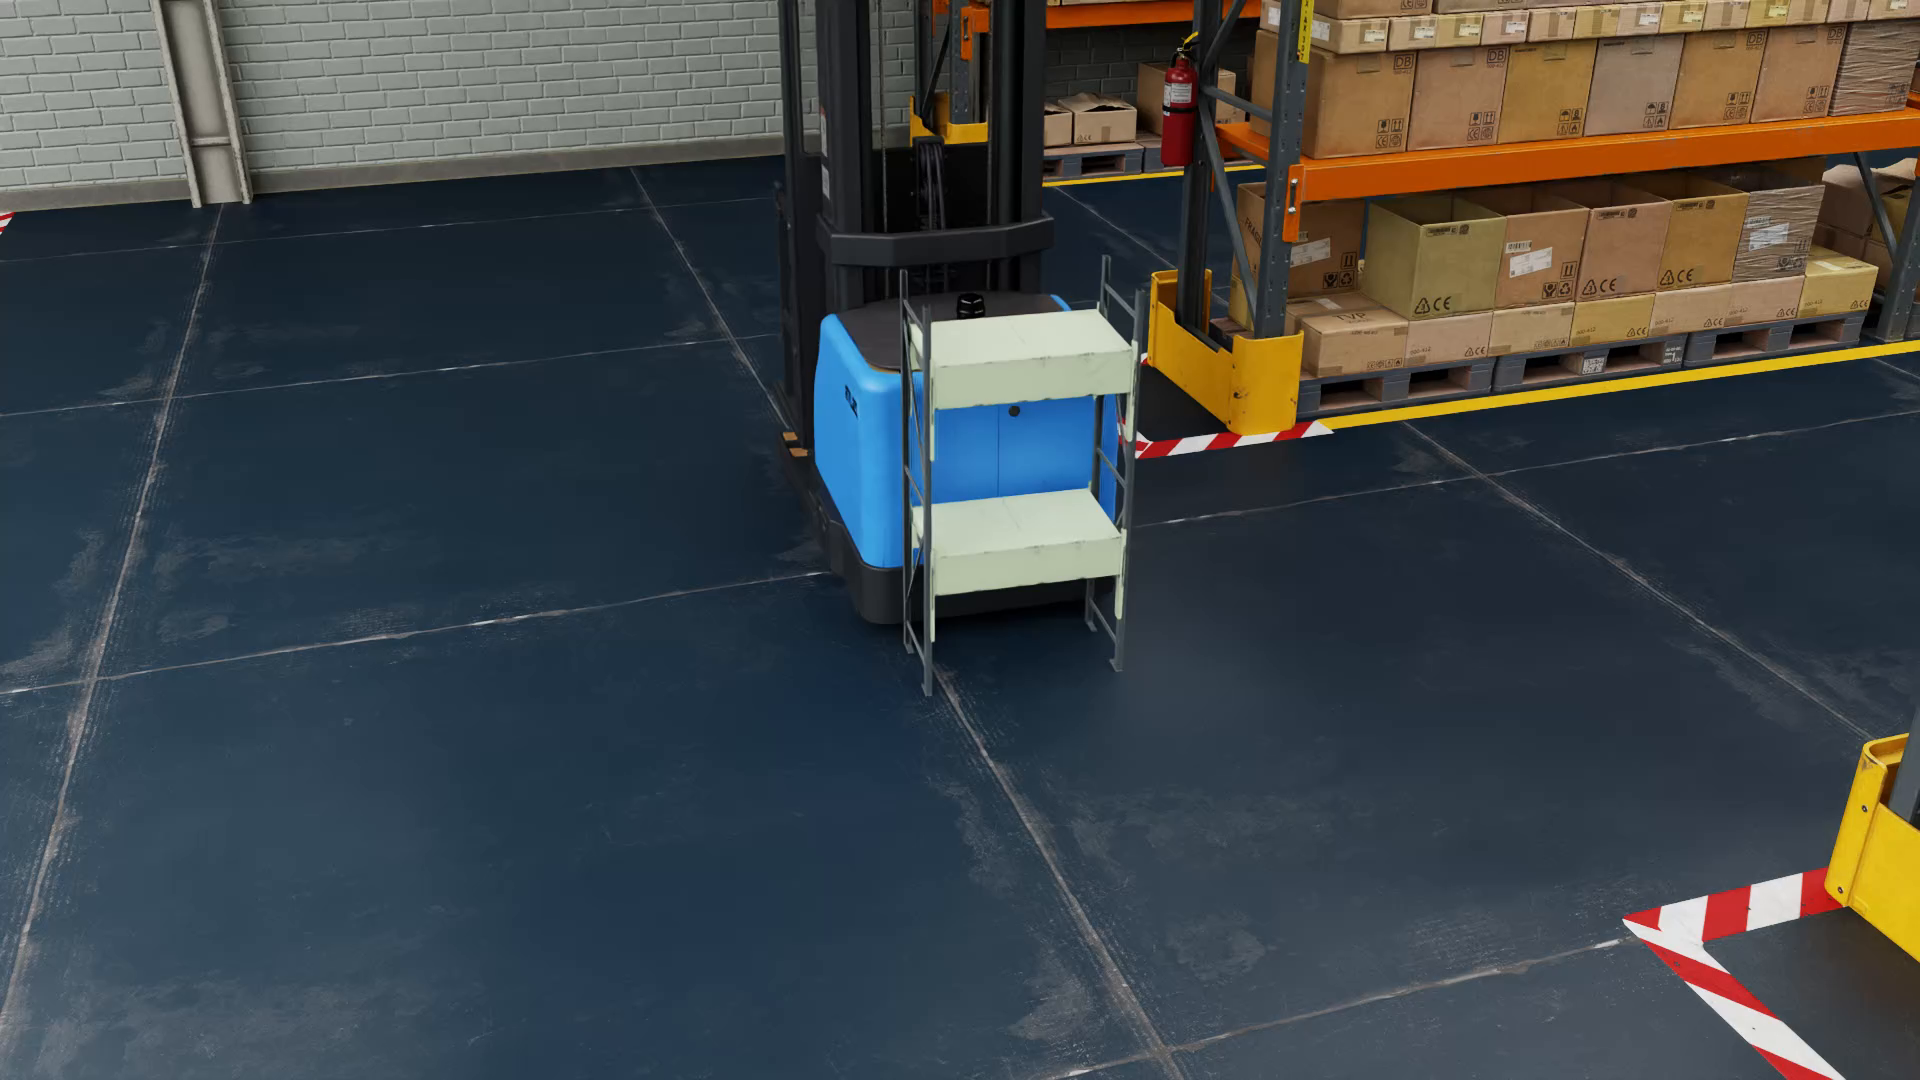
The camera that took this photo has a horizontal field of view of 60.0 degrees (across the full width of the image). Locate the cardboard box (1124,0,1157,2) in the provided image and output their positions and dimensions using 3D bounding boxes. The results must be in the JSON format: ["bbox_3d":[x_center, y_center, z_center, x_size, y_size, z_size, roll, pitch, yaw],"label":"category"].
[{"bbox_3d":[1.390,-4.244,12.572,0.500,0.250,0.500,-9,28,-17],"label":"cardboard box"}]

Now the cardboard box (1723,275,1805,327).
[{"bbox_3d":[4.342,-1.417,9.351,0.500,0.250,0.500,-8,28,-16],"label":"cardboard box"}]

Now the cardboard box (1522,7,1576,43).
[{"bbox_3d":[2.811,-2.572,8.215,0.250,0.149,0.380,-9,28,-18],"label":"cardboard box"}]

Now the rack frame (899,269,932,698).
[{"bbox_3d":[-0.155,-0.177,5.907,0.023,1.500,0.400,-6,29,-12],"label":"rack frame"}]

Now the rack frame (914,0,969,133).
[{"bbox_3d":[-0.147,-4.224,12.386,0.127,3.000,1.000,-8,28,-16],"label":"rack frame"}]

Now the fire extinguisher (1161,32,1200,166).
[{"bbox_3d":[1.134,-2.276,8.548,0.183,0.674,0.296,-8,28,-16],"label":"fire extinguisher"}]

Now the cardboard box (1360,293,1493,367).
[{"bbox_3d":[2.443,-1.137,8.787,0.500,0.250,0.500,-8,28,-16],"label":"cardboard box"}]

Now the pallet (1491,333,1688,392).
[{"bbox_3d":[3.262,-1.171,9.371,1.213,0.211,1.003,-8,28,-16],"label":"pallet"}]

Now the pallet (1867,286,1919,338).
[{"bbox_3d":[5.882,-1.550,10.135,1.213,0.211,1.003,-8,28,-16],"label":"pallet"}]

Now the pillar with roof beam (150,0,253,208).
[{"bbox_3d":[-4.122,-4.727,6.652,0.400,9.000,9.100,-8,28,-16],"label":"pillar with roof beam"}]

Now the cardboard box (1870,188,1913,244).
[{"bbox_3d":[5.664,-1.841,9.574,0.500,0.311,0.500,-8,28,-16],"label":"cardboard box"}]

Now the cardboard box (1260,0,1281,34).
[{"bbox_3d":[1.694,-2.599,8.270,0.250,0.149,0.380,-9,28,-17],"label":"cardboard box"}]

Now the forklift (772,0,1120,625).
[{"bbox_3d":[-0.256,-1.620,7.217,1.130,2.935,3.031,-7,27,-14],"label":"forklift"}]

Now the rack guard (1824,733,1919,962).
[{"bbox_3d":[2.978,1.054,4.566,0.348,0.500,1.175,-8,28,-16],"label":"rack guard"}]

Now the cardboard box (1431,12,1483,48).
[{"bbox_3d":[2.318,-2.500,8.071,0.250,0.149,0.380,-8,28,-16],"label":"cardboard box"}]

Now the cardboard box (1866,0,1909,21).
[{"bbox_3d":[4.766,-2.855,8.786,0.250,0.149,0.380,-9,28,-17],"label":"cardboard box"}]

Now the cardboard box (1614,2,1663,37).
[{"bbox_3d":[3.292,-2.640,8.353,0.250,0.149,0.380,-8,27,-16],"label":"cardboard box"}]

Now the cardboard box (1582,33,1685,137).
[{"bbox_3d":[3.309,-2.449,8.696,0.500,0.500,0.700,-7,27,-15],"label":"cardboard box"}]

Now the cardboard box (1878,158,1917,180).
[{"bbox_3d":[5.983,-2.140,10.177,0.500,0.311,0.500,-7,27,-15],"label":"cardboard box"}]

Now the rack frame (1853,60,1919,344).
[{"bbox_3d":[5.194,-2.681,9.278,0.127,3.000,1.000,-8,28,-16],"label":"rack frame"}]

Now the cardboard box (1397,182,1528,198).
[{"bbox_3d":[2.754,-1.767,9.212,0.500,0.500,0.500,-8,28,-16],"label":"cardboard box"}]

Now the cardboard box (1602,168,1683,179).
[{"bbox_3d":[3.705,-1.905,9.490,0.500,0.500,0.500,-8,28,-16],"label":"cardboard box"}]

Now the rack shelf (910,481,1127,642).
[{"bbox_3d":[0.198,0.072,6.137,0.720,0.370,0.431,-6,29,-12],"label":"rack shelf"}]

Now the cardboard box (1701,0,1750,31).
[{"bbox_3d":[3.793,-2.714,8.502,0.250,0.149,0.380,-7,27,-15],"label":"cardboard box"}]

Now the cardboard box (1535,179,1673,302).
[{"bbox_3d":[3.396,-1.608,8.893,0.500,0.500,0.500,-8,28,-16],"label":"cardboard box"}]

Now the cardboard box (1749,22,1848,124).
[{"bbox_3d":[4.274,-2.587,8.975,0.500,0.500,0.700,-9,28,-17],"label":"cardboard box"}]

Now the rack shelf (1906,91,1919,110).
[{"bbox_3d":[7.095,-2.635,9.992,4.000,0.370,1.077,-8,28,-16],"label":"rack shelf"}]

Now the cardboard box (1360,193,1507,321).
[{"bbox_3d":[2.444,-1.472,8.619,0.500,0.500,0.500,-8,28,-16],"label":"cardboard box"}]

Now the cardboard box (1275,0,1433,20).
[{"bbox_3d":[1.888,-2.823,7.991,0.500,0.500,0.700,-8,28,-16],"label":"cardboard box"}]

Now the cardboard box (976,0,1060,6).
[{"bbox_3d":[0.415,-4.099,12.280,0.500,0.250,0.500,-9,28,-18],"label":"cardboard box"}]

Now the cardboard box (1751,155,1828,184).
[{"bbox_3d":[4.656,-2.042,9.767,0.500,0.500,0.500,-8,28,-16],"label":"cardboard box"}]

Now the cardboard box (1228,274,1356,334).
[{"bbox_3d":[1.809,-1.286,9.087,0.500,0.250,0.500,-8,28,-16],"label":"cardboard box"}]

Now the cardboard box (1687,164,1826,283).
[{"bbox_3d":[4.341,-1.754,9.185,0.500,0.500,0.500,-8,28,-16],"label":"cardboard box"}]

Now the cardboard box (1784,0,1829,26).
[{"bbox_3d":[4.268,-2.782,8.638,0.250,0.149,0.380,-8,28,-16],"label":"cardboard box"}]

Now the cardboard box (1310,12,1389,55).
[{"bbox_3d":[1.830,-2.429,7.927,0.250,0.149,0.380,-8,28,-16],"label":"cardboard box"}]

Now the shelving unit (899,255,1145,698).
[{"bbox_3d":[0.200,-0.216,5.985,0.755,1.500,0.431,-6,29,-12],"label":"shelving unit"}]

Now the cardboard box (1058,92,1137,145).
[{"bbox_3d":[1.080,-3.353,13.160,0.500,0.311,0.500,-6,27,-12],"label":"cardboard box"}]

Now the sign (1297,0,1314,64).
[{"bbox_3d":[1.556,-2.318,7.484,0.005,0.325,0.100,-8,28,-16],"label":"sign"}]

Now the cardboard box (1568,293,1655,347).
[{"bbox_3d":[3.396,-1.273,9.060,0.500,0.250,0.500,-8,28,-16],"label":"cardboard box"}]

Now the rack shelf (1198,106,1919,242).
[{"bbox_3d":[3.292,-2.084,8.883,4.000,0.370,1.077,-8,28,-16],"label":"rack shelf"}]

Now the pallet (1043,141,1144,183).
[{"bbox_3d":[0.708,-3.083,13.222,1.213,0.211,1.003,-8,28,-16],"label":"pallet"}]

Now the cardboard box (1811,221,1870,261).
[{"bbox_3d":[5.498,-1.818,10.158,0.500,0.250,0.500,-9,28,-17],"label":"cardboard box"}]

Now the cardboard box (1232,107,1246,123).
[{"bbox_3d":[2.129,-3.484,13.605,0.250,0.149,0.380,-11,28,-20],"label":"cardboard box"}]

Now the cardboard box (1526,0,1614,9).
[{"bbox_3d":[2.866,-2.967,8.282,0.500,0.500,0.700,-8,28,-16],"label":"cardboard box"}]

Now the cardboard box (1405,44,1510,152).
[{"bbox_3d":[2.336,-2.309,8.414,0.500,0.500,0.700,-8,27,-15],"label":"cardboard box"}]
